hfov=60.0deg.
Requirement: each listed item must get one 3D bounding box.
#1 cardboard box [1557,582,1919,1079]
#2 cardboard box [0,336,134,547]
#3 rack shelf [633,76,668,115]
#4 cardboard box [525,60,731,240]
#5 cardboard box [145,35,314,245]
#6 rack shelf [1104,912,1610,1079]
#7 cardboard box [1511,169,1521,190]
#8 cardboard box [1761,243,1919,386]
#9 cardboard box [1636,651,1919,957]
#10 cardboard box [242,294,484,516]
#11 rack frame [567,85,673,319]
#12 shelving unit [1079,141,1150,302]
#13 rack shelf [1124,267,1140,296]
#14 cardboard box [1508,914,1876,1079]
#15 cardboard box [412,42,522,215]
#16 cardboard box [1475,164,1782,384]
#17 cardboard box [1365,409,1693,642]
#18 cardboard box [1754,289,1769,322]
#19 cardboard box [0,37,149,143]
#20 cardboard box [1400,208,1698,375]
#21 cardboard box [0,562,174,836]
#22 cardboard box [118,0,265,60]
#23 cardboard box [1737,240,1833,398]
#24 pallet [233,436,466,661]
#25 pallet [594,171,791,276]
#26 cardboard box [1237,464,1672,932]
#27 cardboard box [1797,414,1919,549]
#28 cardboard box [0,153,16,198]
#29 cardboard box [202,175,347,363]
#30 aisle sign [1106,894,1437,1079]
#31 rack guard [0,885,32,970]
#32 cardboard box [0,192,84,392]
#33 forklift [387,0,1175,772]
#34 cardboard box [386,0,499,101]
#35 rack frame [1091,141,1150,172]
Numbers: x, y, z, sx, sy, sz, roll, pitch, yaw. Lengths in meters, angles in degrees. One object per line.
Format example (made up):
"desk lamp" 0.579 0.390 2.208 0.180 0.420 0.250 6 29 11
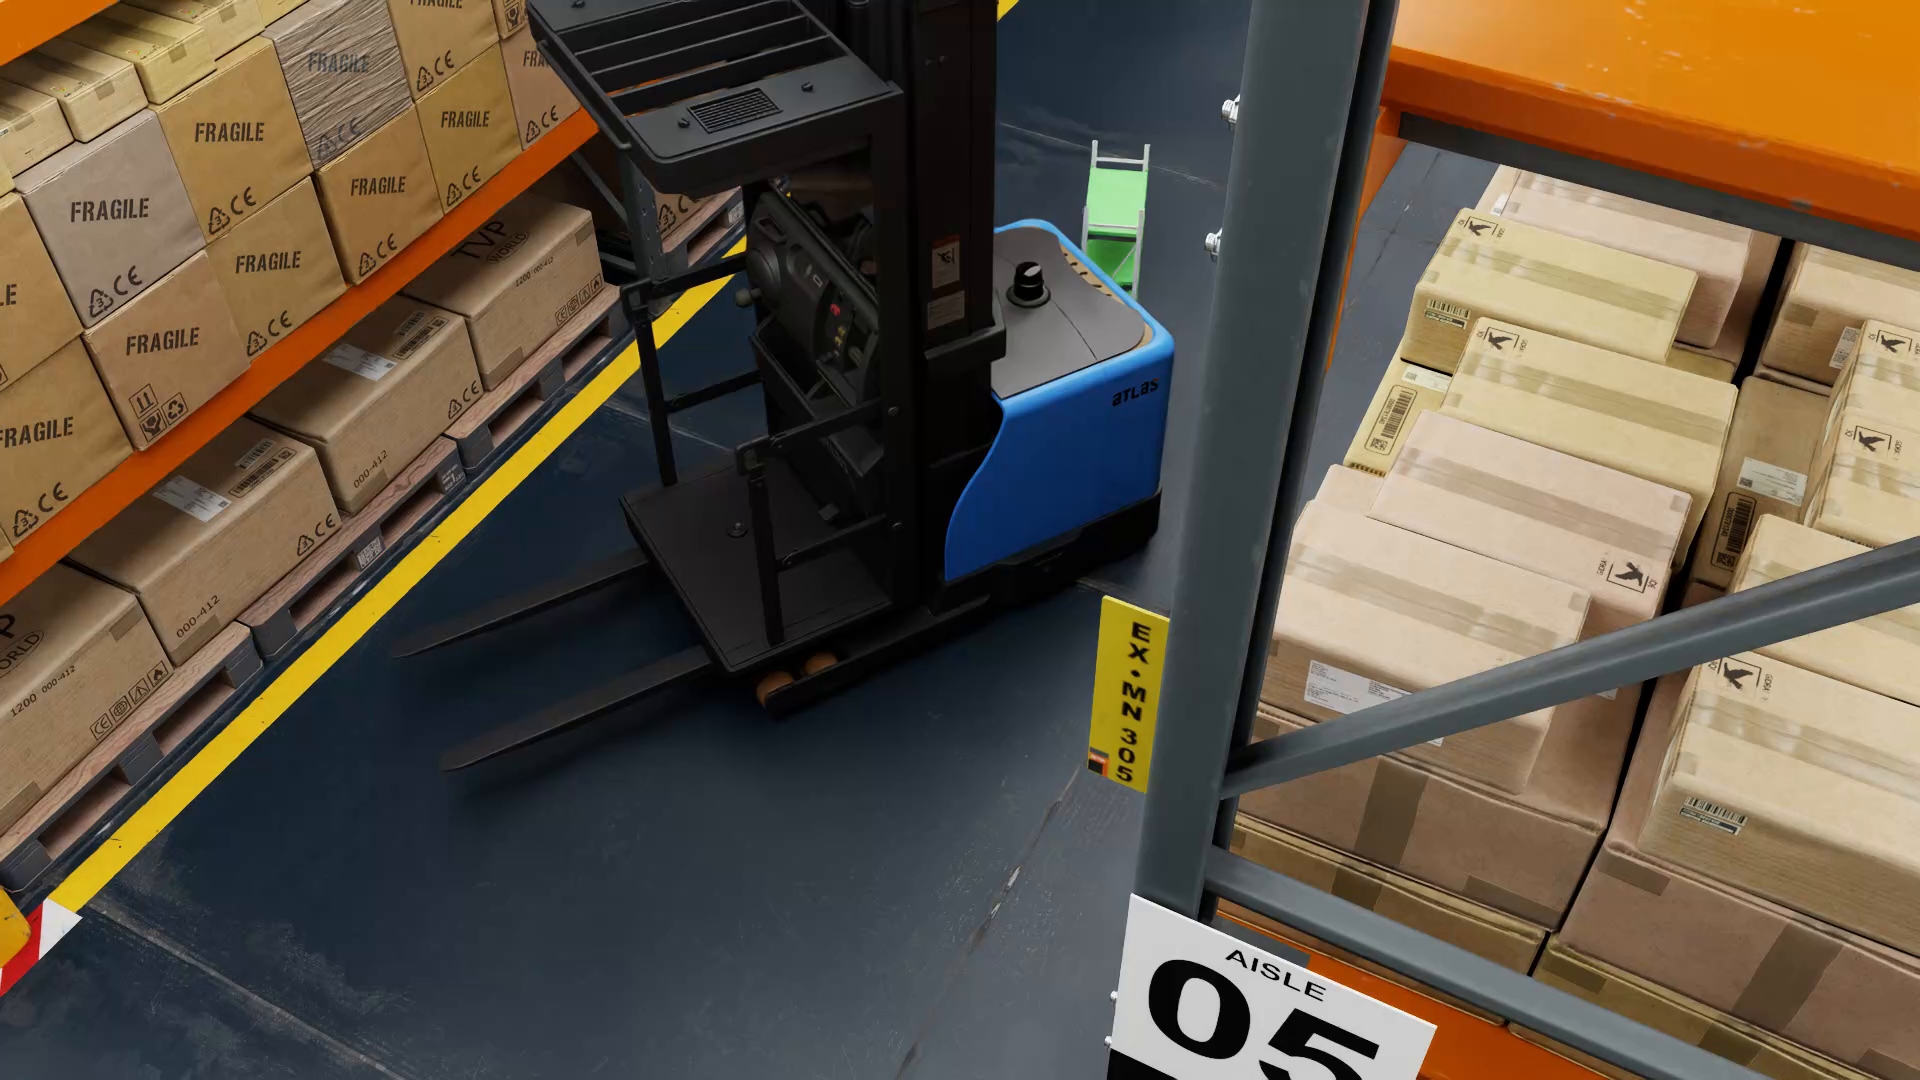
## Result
"cardboard box" 1.128 0.382 2.189 0.500 0.250 0.500 21 49 20
"cardboard box" -3.054 -0.385 5.231 0.500 0.500 0.500 20 49 19
"rack shelf" -0.956 -3.342 8.729 1.077 0.370 4.000 20 49 19
"cardboard box" -1.668 -2.152 8.247 0.875 0.875 0.875 22 49 20
"cardboard box" -2.570 -1.379 5.510 0.500 0.500 0.500 21 49 19
"rack shelf" 1.618 -0.305 3.620 1.077 0.370 4.000 20 49 19
"cardboard box" 1.206 -0.664 2.942 0.380 0.149 0.250 21 49 20
"cardboard box" 1.506 -0.342 2.624 0.380 0.149 0.250 22 49 20
"cardboard box" 1.042 0.310 1.980 0.380 0.149 0.250 20 49 19
"cardboard box" -2.686 -0.657 7.077 0.875 0.438 0.875 19 48 18
"rack frame" -1.885 -2.335 7.228 1.000 3.000 0.127 20 49 19
"shelving unit" 0.647 -1.073 7.247 0.258 1.200 0.503 5 46 5
"rack shelf" 0.647 -1.028 7.292 0.258 0.148 0.480 5 46 5
"cardboard box" 1.125 0.556 2.368 0.500 0.250 0.500 22 49 20
"cardboard box" -2.107 -1.667 6.498 0.500 0.500 0.500 19 48 18
"cardboard box" 1.155 -0.440 3.001 0.500 0.250 0.500 21 49 20
"cardboard box" 0.766 0.002 2.284 0.380 0.149 0.250 21 49 20
"cardboard box" 1.850 -0.425 3.337 0.500 0.250 0.500 20 49 19
"cardboard box" -2.716 -1.374 5.050 0.380 0.149 0.250 21 49 19
"cardboard box" 0.930 -0.355 2.637 0.380 0.149 0.250 21 49 20
"cardboard box" -3.524 0.490 5.943 0.875 0.438 0.875 19 48 18
"cardboard box" -2.496 -1.706 5.378 0.380 0.149 0.250 20 49 19
"cardboard box" 1.610 -0.256 2.819 0.500 0.250 0.500 21 49 19
"pallet" -2.872 -0.130 7.010 1.003 0.211 1.213 20 49 19
"pallet" -1.593 -1.865 8.725 1.003 0.211 1.213 20 49 19
"cardboard box" 0.678 0.204 2.364 0.500 0.250 0.500 19 48 18
"cardboard box" 1.367 0.008 2.278 0.380 0.149 0.250 20 49 19
"cardboard box" -2.944 -1.048 4.727 0.380 0.149 0.250 19 48 18
"cardboard box" -2.584 -1.021 5.860 0.500 0.500 0.500 22 49 20
"aisle sign" 0.390 0.789 2.313 0.394 0.787 0.004 20 49 19
"rack guard" -3.753 1.079 5.612 1.175 0.500 0.348 20 49 19
"cardboard box" -3.033 -0.737 4.877 0.500 0.500 0.500 19 48 18
"forklift" -0.701 -0.799 5.759 3.031 2.935 1.130 -23 50 -21
"cardboard box" -2.102 -2.016 6.140 0.500 0.500 0.500 20 49 18
"rack frame" 0.678 -1.245 7.417 0.240 1.200 0.015 5 46 5
